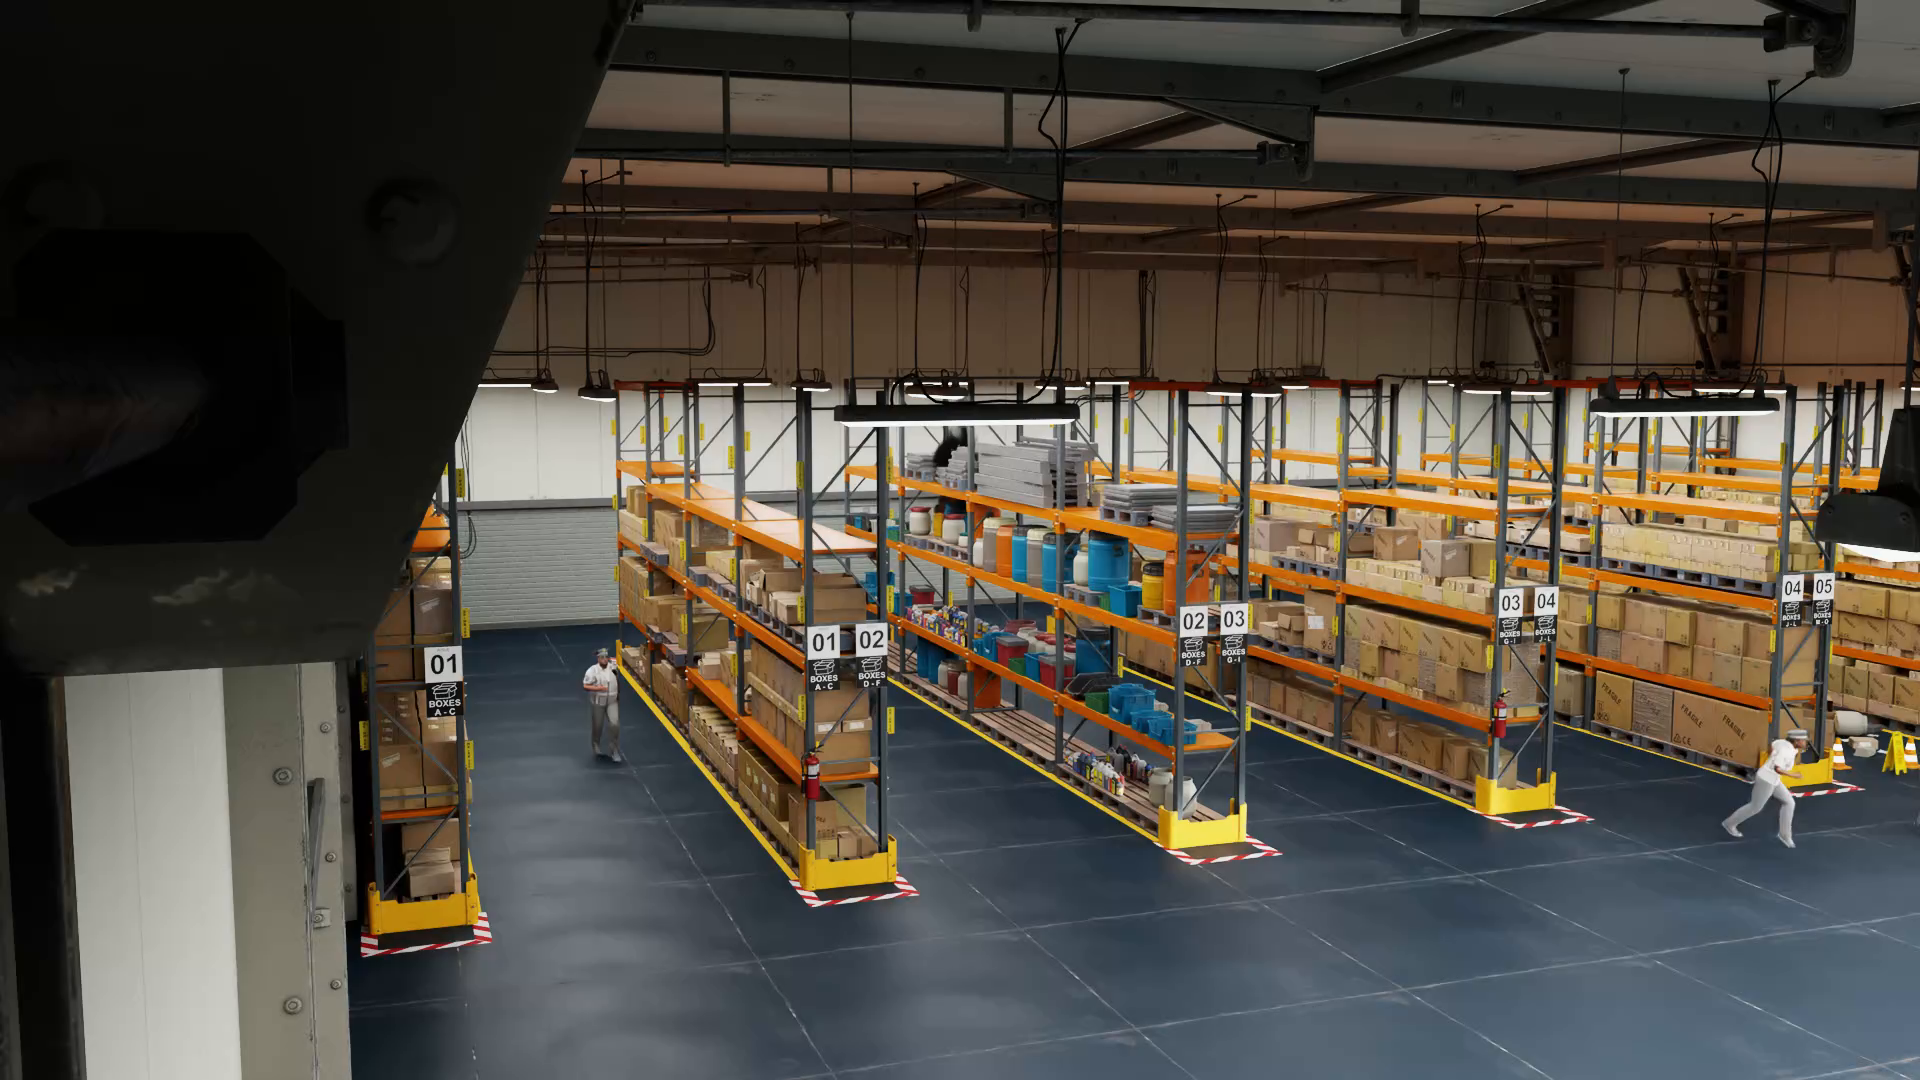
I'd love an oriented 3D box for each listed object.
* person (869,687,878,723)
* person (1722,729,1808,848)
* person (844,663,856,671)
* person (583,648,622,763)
[{"bbox_3d":[-1.646,2.397,29.685,0.581,1.694,0.765,-2,6,-15],"label":"person"},{"bbox_3d":[10.645,3.256,21.995,0.979,1.623,0.619,3,7,30],"label":"person"},{"bbox_3d":[-2.181,2.466,29.302,0.685,1.548,0.866,-5,8,-40],"label":"person"},{"bbox_3d":[-5.739,2.628,26.696,0.644,1.839,0.826,-3,7,-28],"label":"person"}]
